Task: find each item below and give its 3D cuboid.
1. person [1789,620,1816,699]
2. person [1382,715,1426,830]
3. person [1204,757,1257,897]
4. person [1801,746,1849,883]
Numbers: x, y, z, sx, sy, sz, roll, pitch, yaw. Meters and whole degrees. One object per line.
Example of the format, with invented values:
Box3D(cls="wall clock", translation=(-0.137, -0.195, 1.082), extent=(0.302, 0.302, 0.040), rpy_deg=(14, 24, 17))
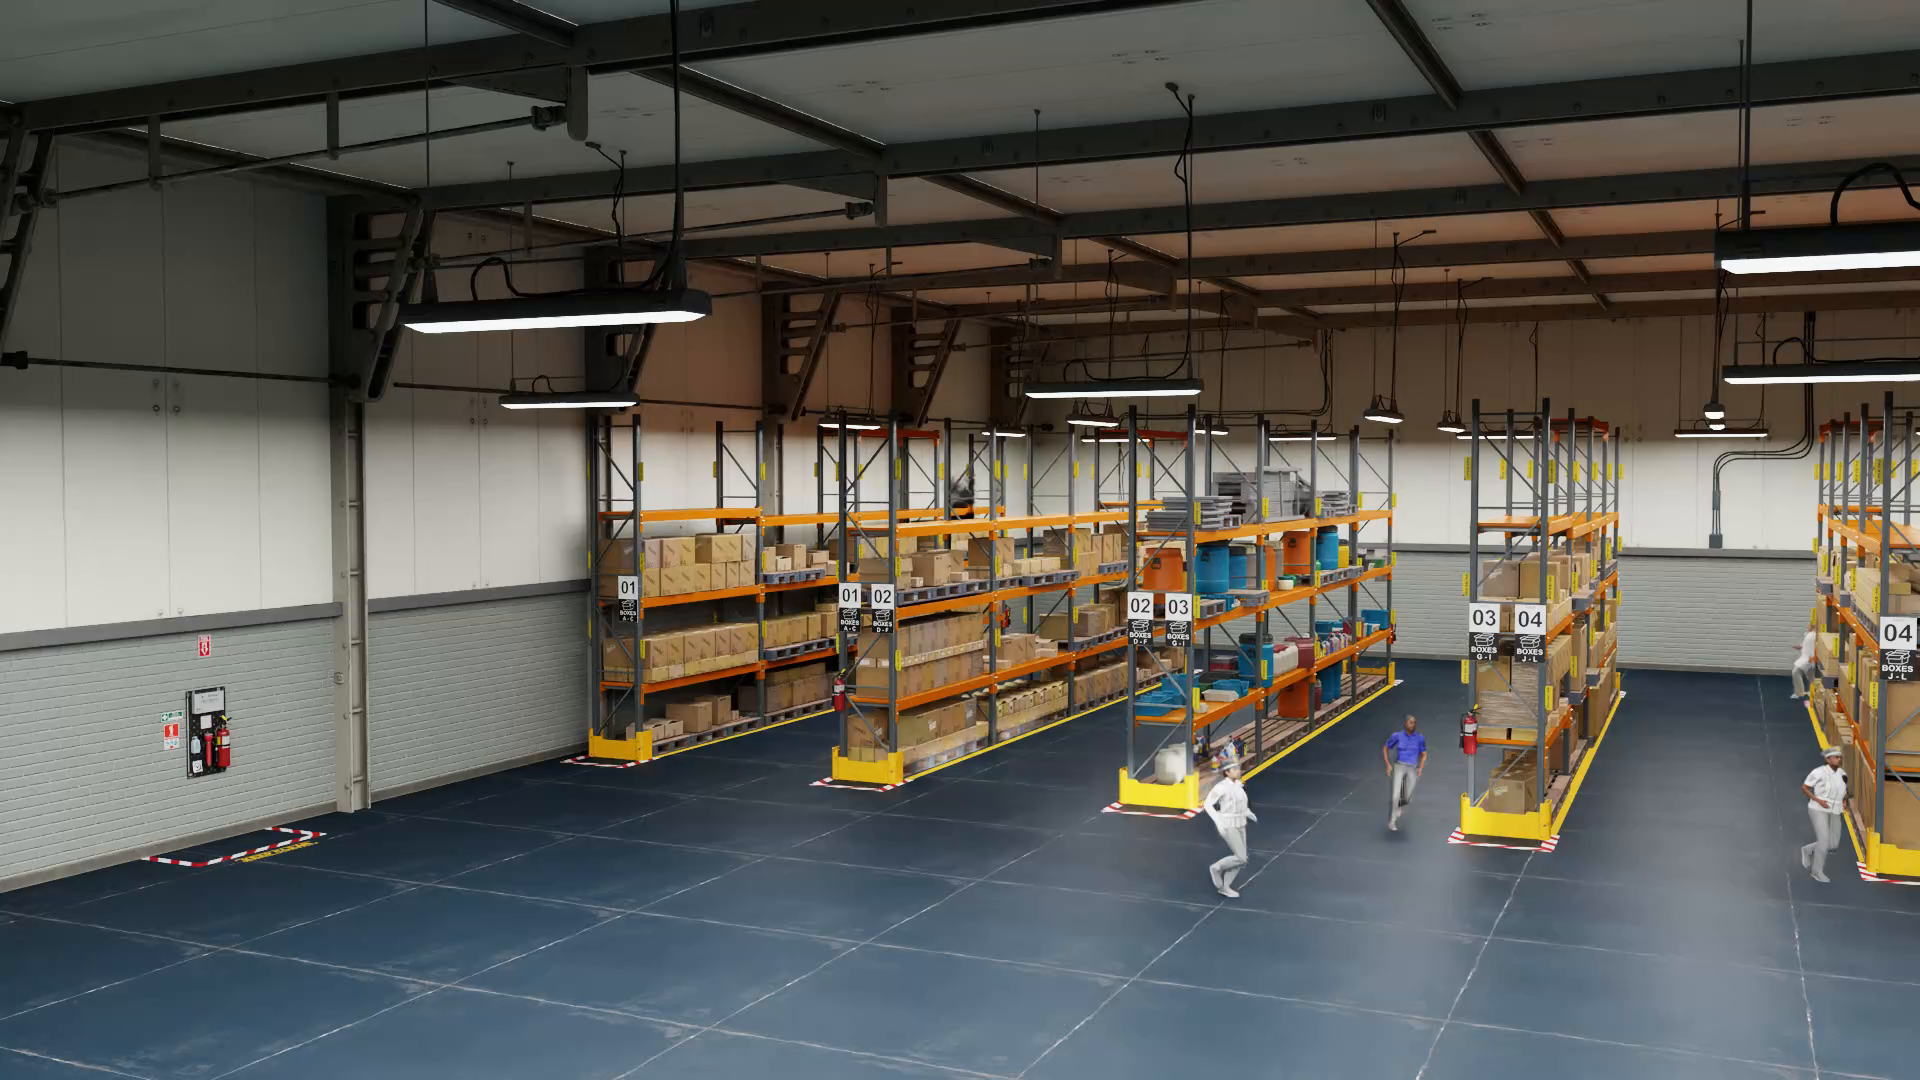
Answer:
Box3D(cls="person", translation=(18.643, 2.694, 36.493), extent=(0.741, 1.699, 0.763), rpy_deg=(1, 2, 19))
Box3D(cls="person", translation=(6.262, 3.266, 23.432), extent=(0.618, 1.601, 0.538), rpy_deg=(0, 2, 5))
Box3D(cls="person", translation=(3.226, 3.370, 19.512), extent=(0.530, 1.656, 0.608), rpy_deg=(2, 3, 45))
Box3D(cls="person", translation=(10.679, 3.349, 20.528), extent=(0.610, 1.658, 0.622), rpy_deg=(0, 2, -8))
